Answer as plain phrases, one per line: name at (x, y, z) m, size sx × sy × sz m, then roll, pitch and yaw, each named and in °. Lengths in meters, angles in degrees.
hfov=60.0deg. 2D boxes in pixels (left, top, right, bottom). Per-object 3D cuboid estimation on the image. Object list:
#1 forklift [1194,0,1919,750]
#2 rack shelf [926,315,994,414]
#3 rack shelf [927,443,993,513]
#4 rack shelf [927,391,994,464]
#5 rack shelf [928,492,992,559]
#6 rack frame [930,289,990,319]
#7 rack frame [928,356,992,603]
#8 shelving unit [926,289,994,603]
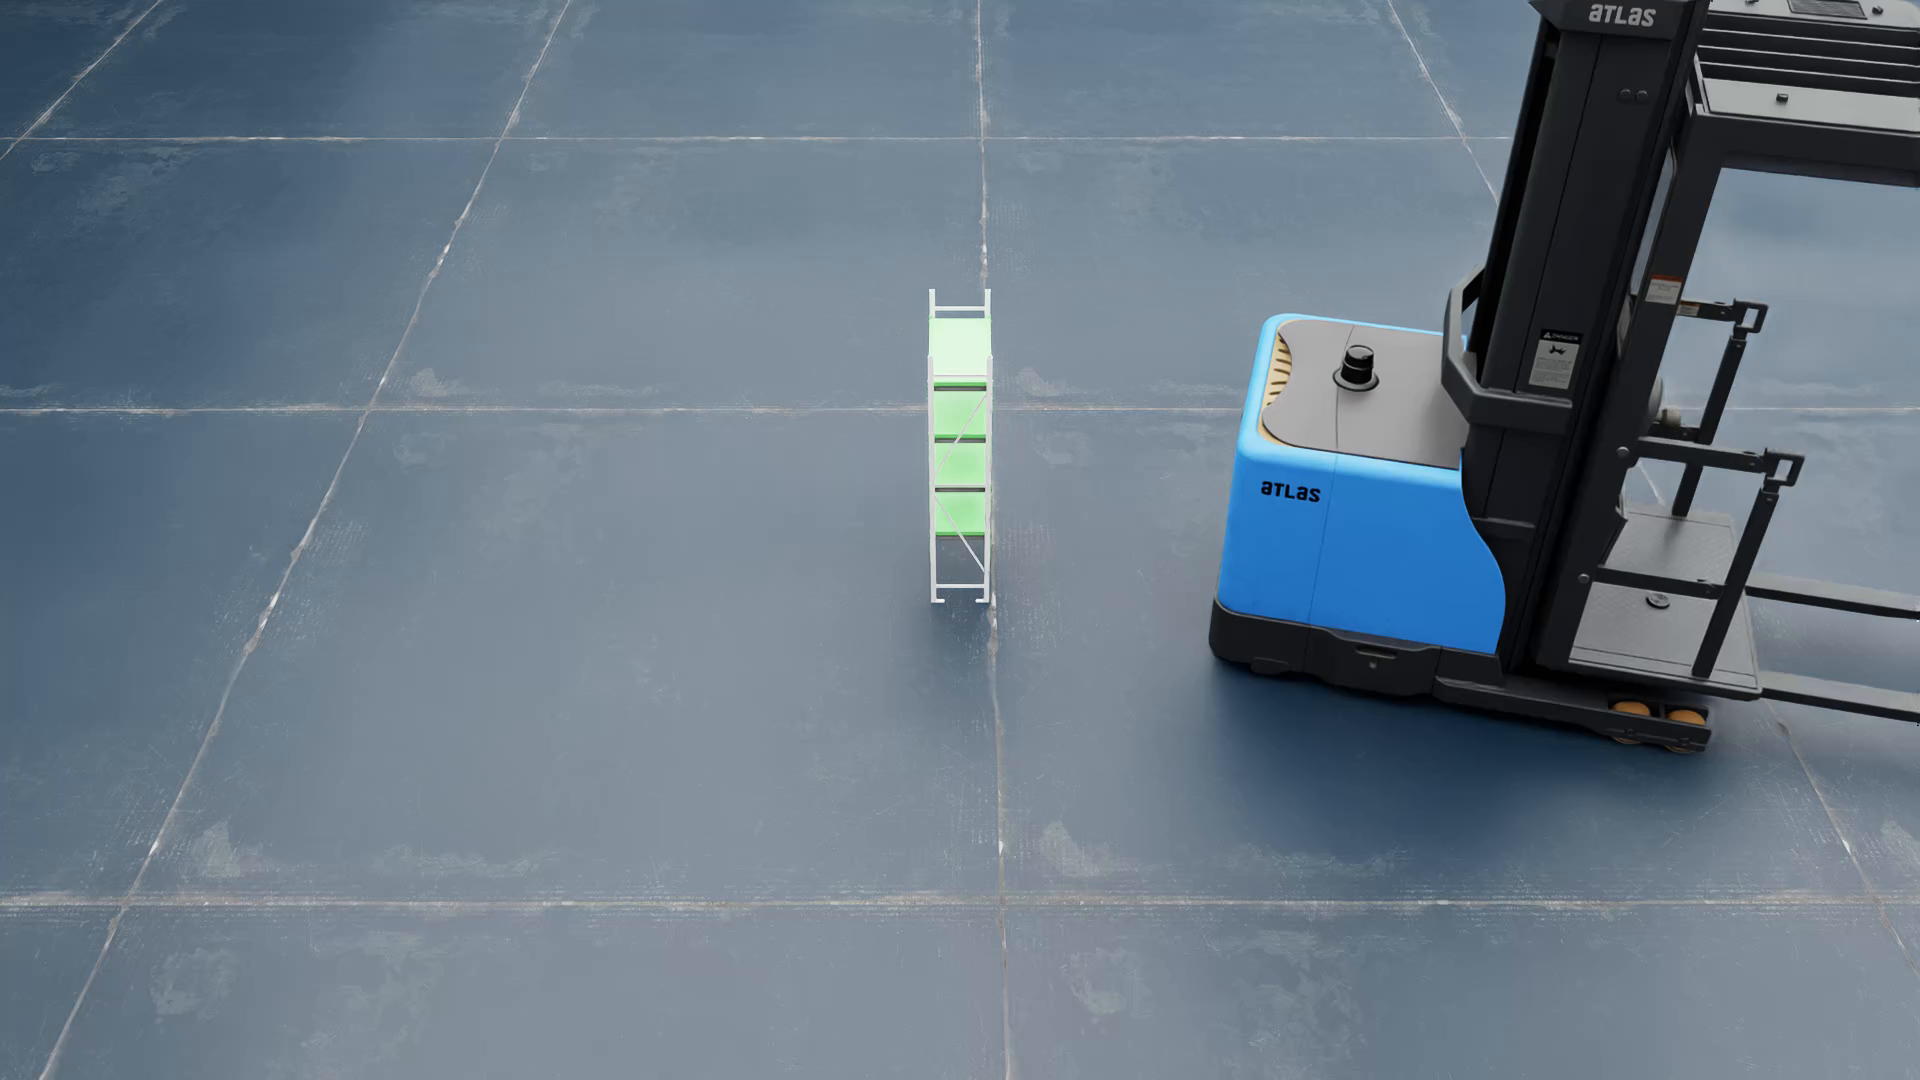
forklift at (2.508, -0.721, 5.806) m, size 3.031 × 2.935 × 1.130 m, roll 9°, pitch 40°, yaw 11°
rack shelf at (0.000, -0.689, 6.485) m, size 0.258 × 0.148 × 0.480 m, roll 0°, pitch 39°, yaw 0°
rack shelf at (0.000, -0.315, 6.786) m, size 0.258 × 0.148 × 0.480 m, roll 0°, pitch 39°, yaw 0°
rack shelf at (0.000, -0.502, 6.635) m, size 0.258 × 0.148 × 0.480 m, roll 0°, pitch 39°, yaw 0°
rack shelf at (0.000, -0.128, 6.936) m, size 0.258 × 0.148 × 0.480 m, roll 0°, pitch 39°, yaw 0°
rack frame at (0.000, -0.517, 6.936) m, size 0.240 × 1.200 × 0.015 m, roll 0°, pitch 39°, yaw 0°
rack frame at (0.000, -0.212, 6.555) m, size 0.240 × 1.200 × 0.015 m, roll 0°, pitch 39°, yaw 0°
shelving unit at (0.000, -0.365, 6.746) m, size 0.258 × 1.200 × 0.503 m, roll 0°, pitch 39°, yaw 0°
